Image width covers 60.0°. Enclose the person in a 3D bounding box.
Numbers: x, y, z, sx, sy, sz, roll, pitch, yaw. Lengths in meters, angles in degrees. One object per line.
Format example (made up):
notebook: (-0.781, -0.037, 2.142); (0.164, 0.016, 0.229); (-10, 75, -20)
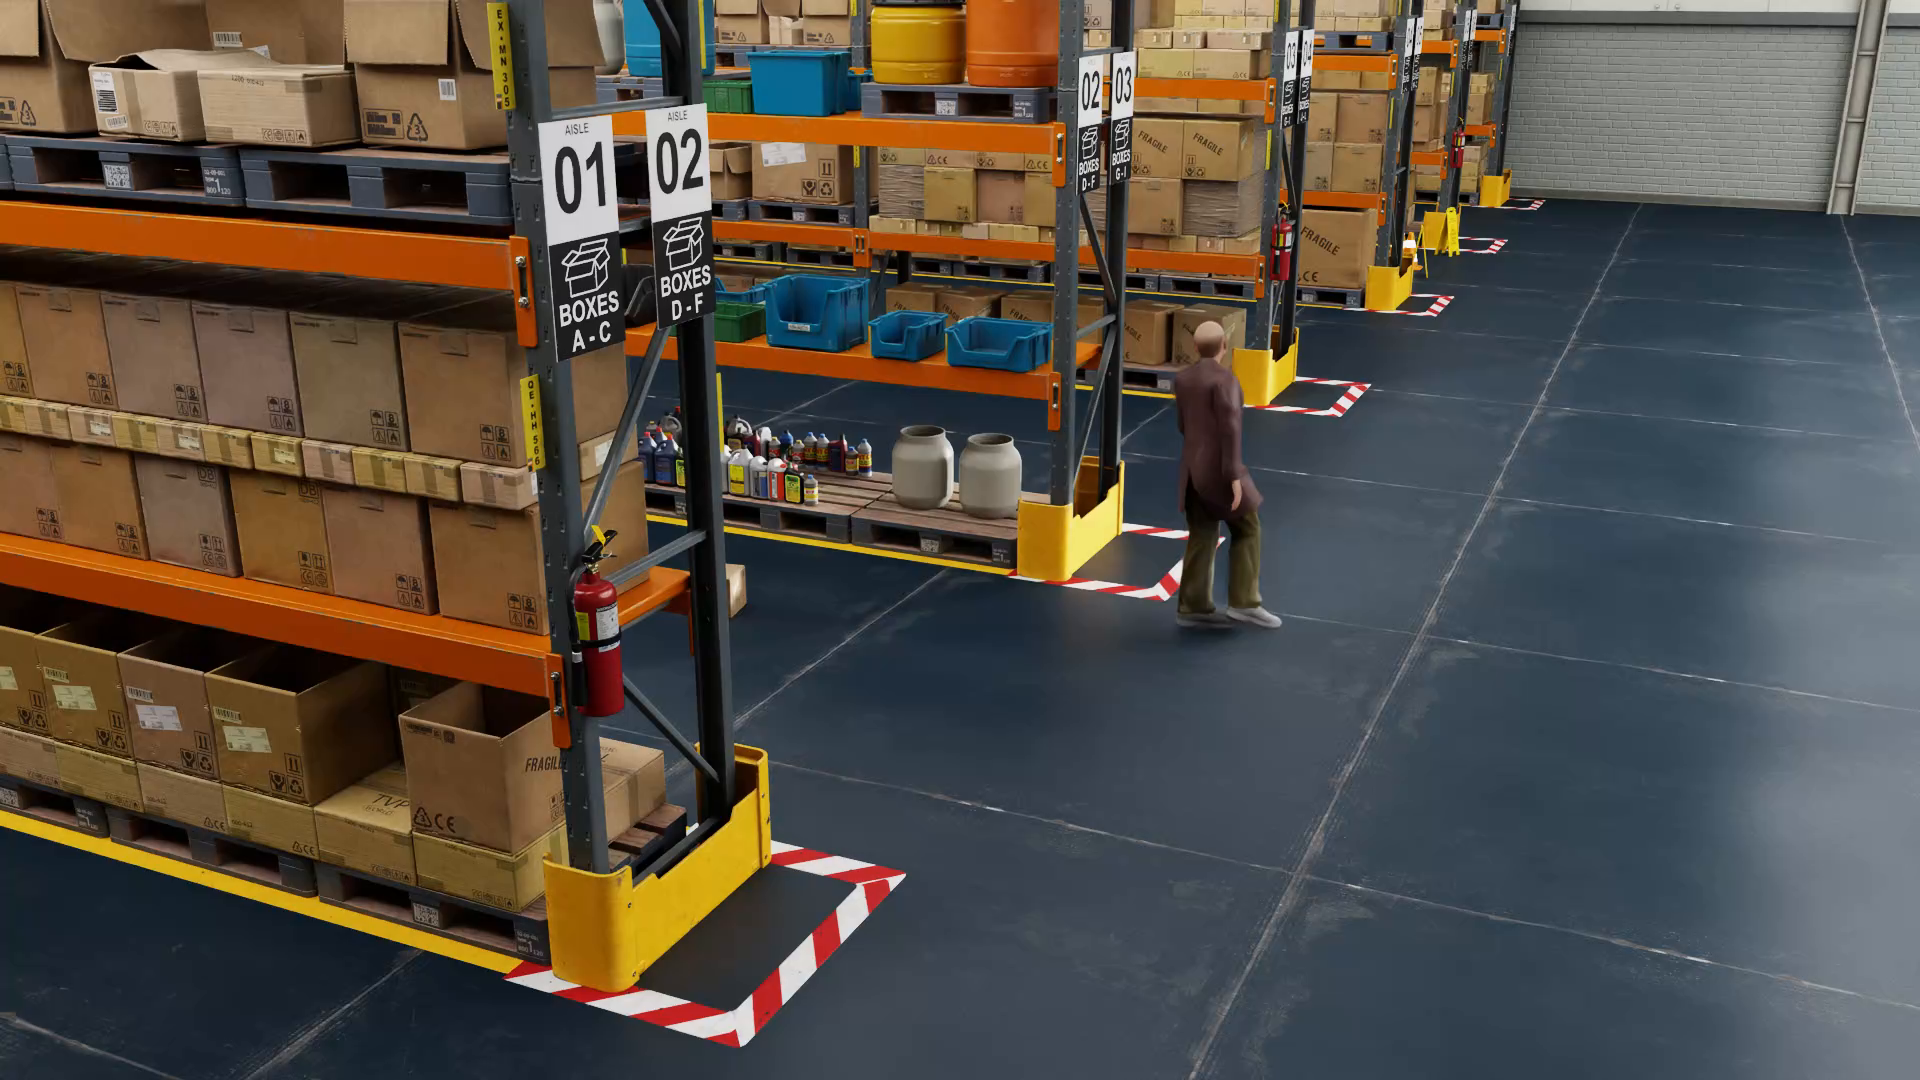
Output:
person: (1.504, -0.372, 9.658); (0.598, 1.781, 0.658); (-10, 21, -26)
